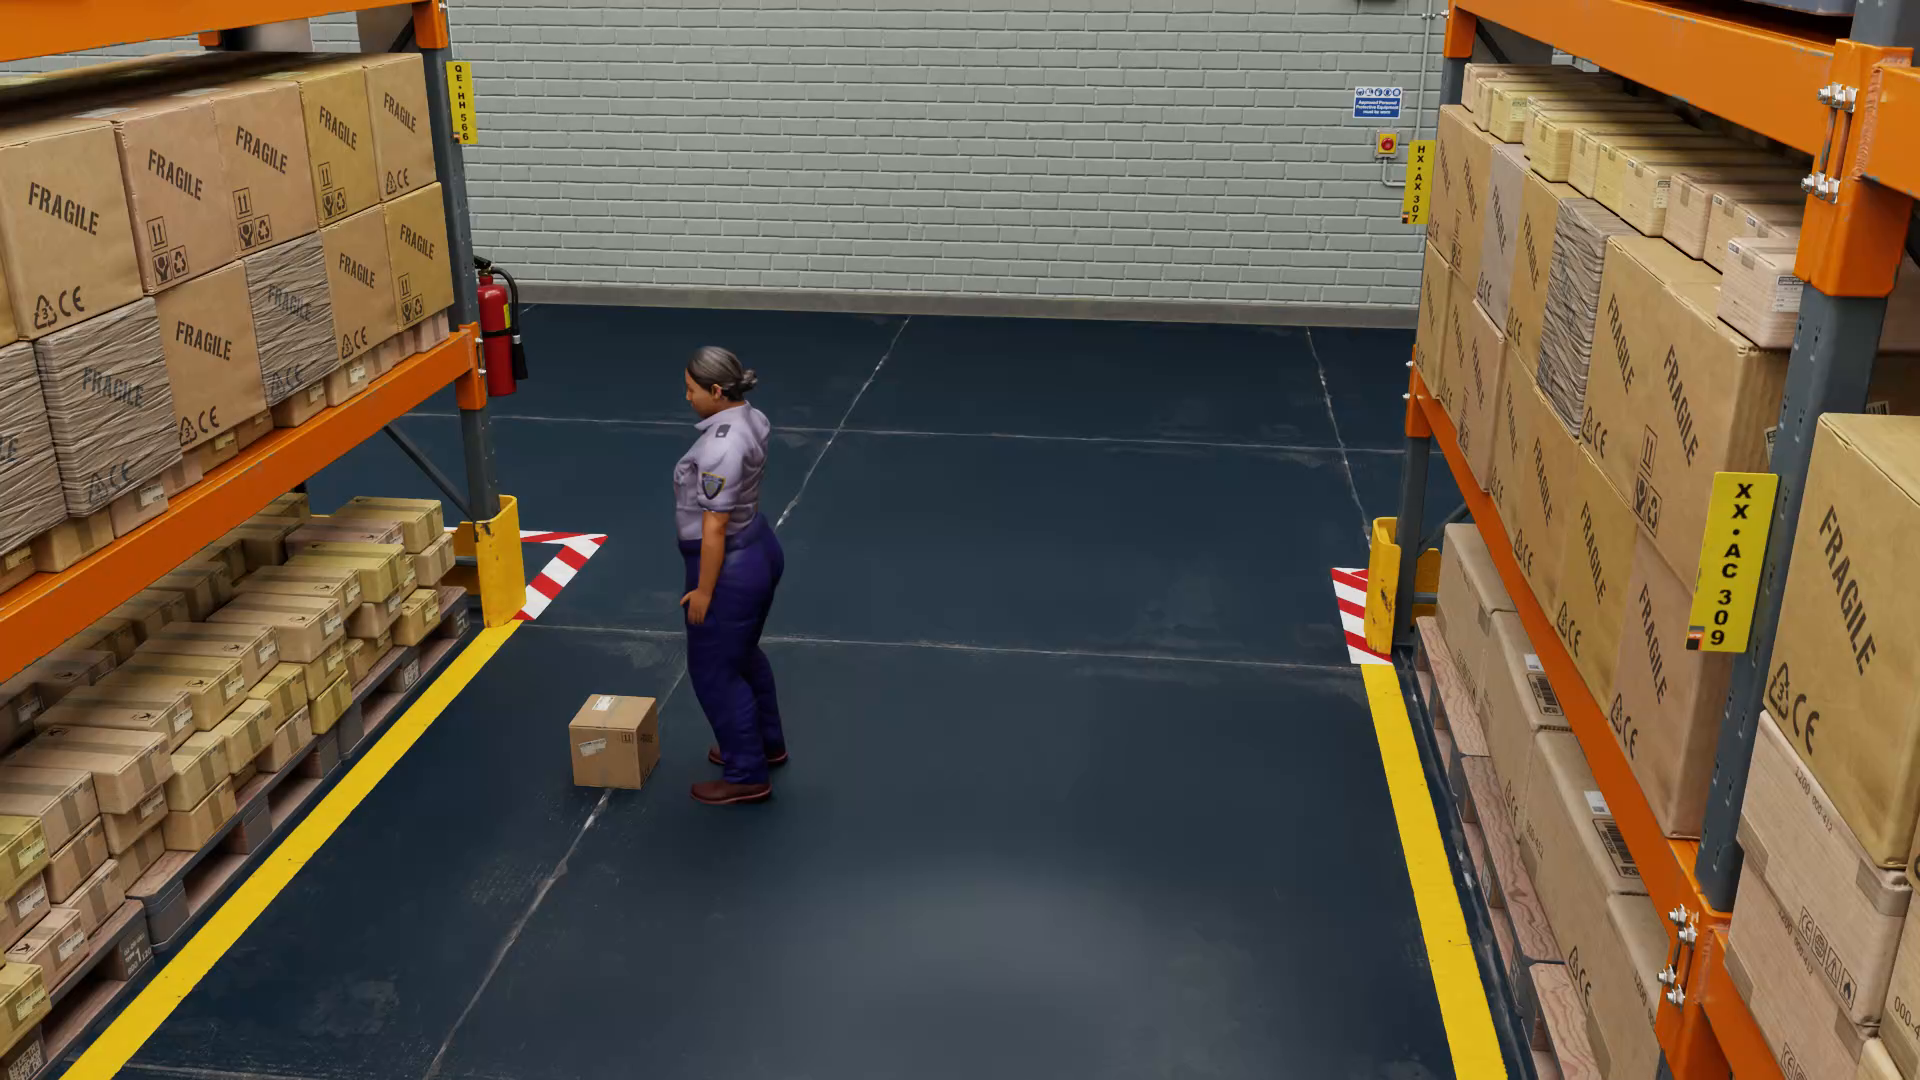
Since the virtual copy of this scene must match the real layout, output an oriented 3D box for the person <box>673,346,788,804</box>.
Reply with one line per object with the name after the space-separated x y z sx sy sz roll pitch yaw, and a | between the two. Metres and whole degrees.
-0.808 0.125 5.806 0.338 1.649 0.472 3 21 7 | person
